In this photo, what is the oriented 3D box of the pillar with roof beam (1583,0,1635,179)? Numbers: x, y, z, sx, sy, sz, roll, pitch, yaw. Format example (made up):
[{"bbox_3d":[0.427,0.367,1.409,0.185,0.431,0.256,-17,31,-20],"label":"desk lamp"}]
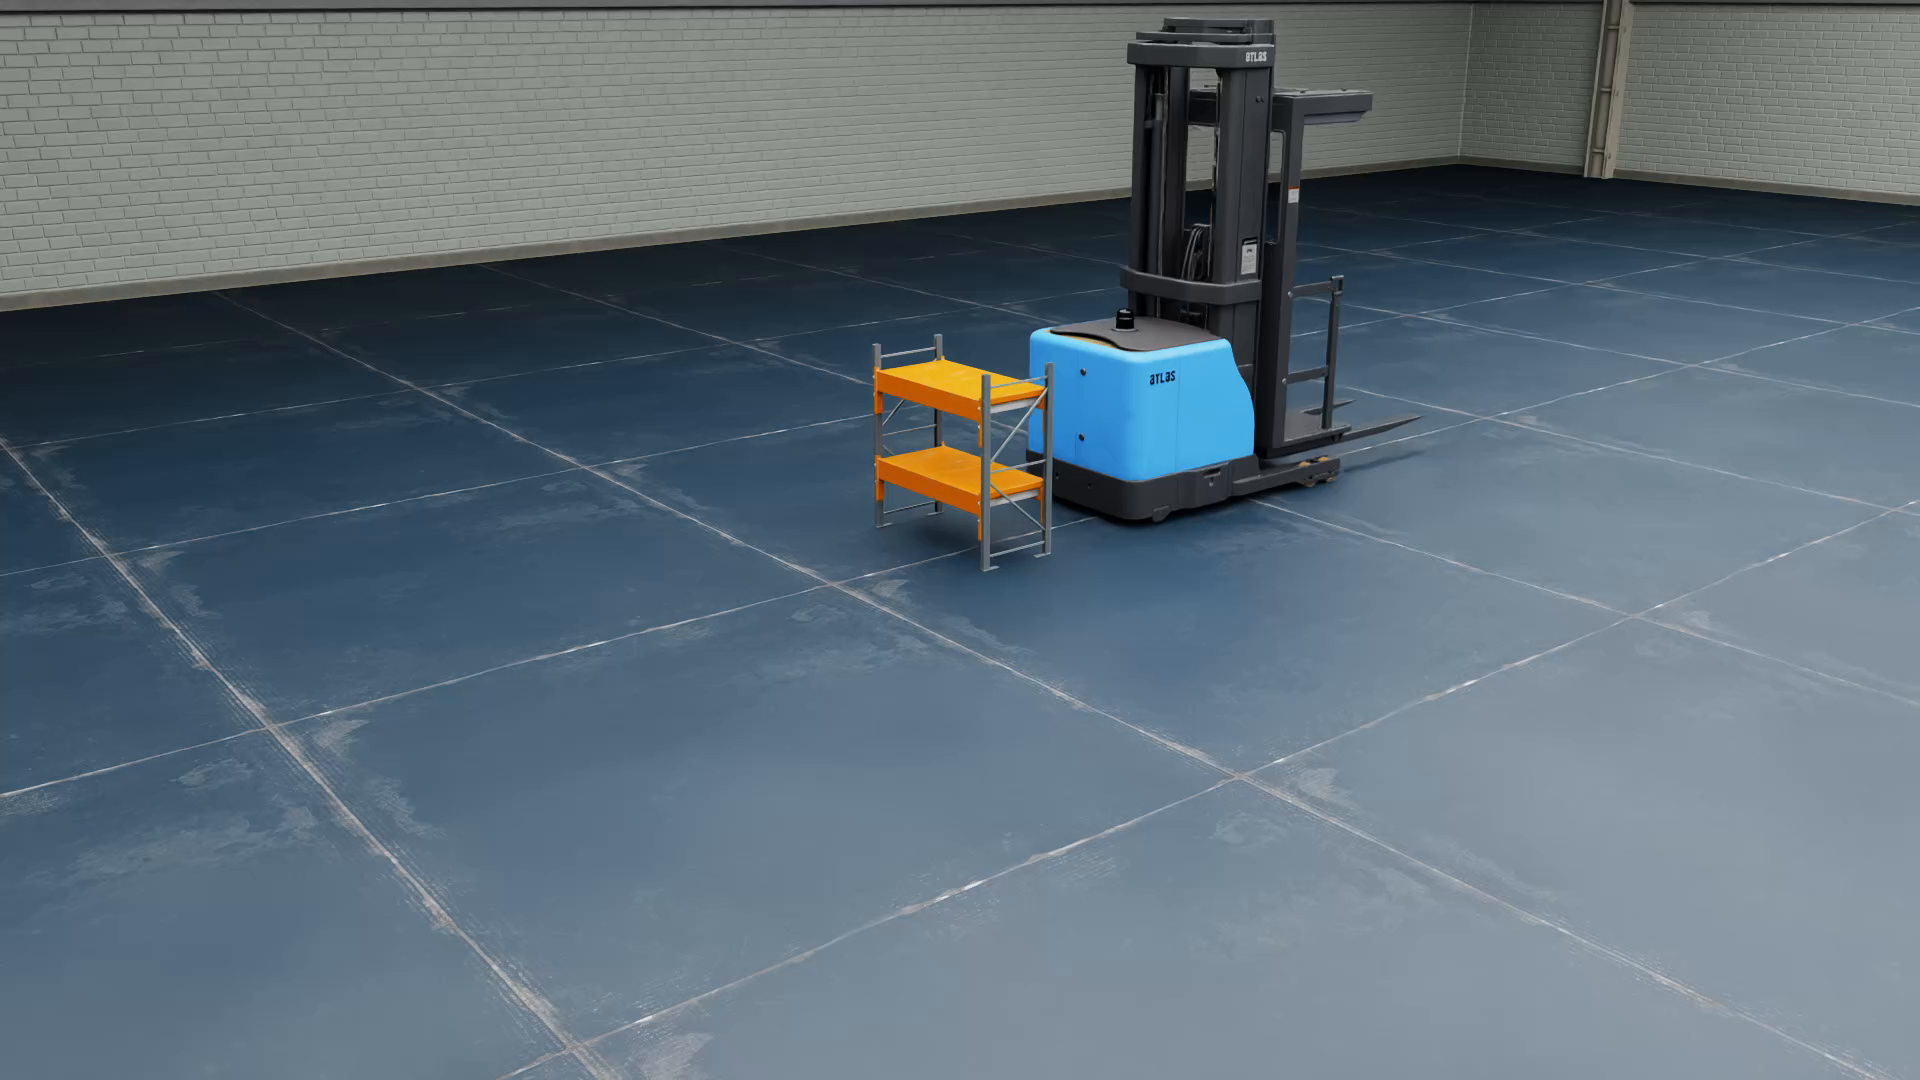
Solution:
[{"bbox_3d":[7.721,-9.735,24.946,9.100,9.000,0.400,-14,23,-36],"label":"pillar with roof beam"}]

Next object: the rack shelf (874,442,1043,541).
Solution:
[{"bbox_3d":[0.004,-0.300,9.758,0.538,0.278,1.000,-14,23,-36],"label":"rack shelf"}]

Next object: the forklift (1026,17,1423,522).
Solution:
[{"bbox_3d":[1.895,-1.853,10.796,3.031,2.935,1.130,-14,23,-36],"label":"forklift"}]

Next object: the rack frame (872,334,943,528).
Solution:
[{"bbox_3d":[-0.311,-0.658,10.059,0.500,1.125,0.032,-14,23,-36],"label":"rack frame"}]

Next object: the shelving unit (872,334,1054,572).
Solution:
[{"bbox_3d":[0.004,-0.532,9.681,0.538,1.125,1.048,-14,23,-36],"label":"shelving unit"}]

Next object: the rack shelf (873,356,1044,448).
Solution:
[{"bbox_3d":[0.004,-0.810,9.589,0.538,0.278,1.000,-14,23,-36],"label":"rack shelf"}]

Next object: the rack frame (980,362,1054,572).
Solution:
[{"bbox_3d":[0.320,-0.407,9.302,0.500,1.125,0.032,-14,23,-36],"label":"rack frame"}]
